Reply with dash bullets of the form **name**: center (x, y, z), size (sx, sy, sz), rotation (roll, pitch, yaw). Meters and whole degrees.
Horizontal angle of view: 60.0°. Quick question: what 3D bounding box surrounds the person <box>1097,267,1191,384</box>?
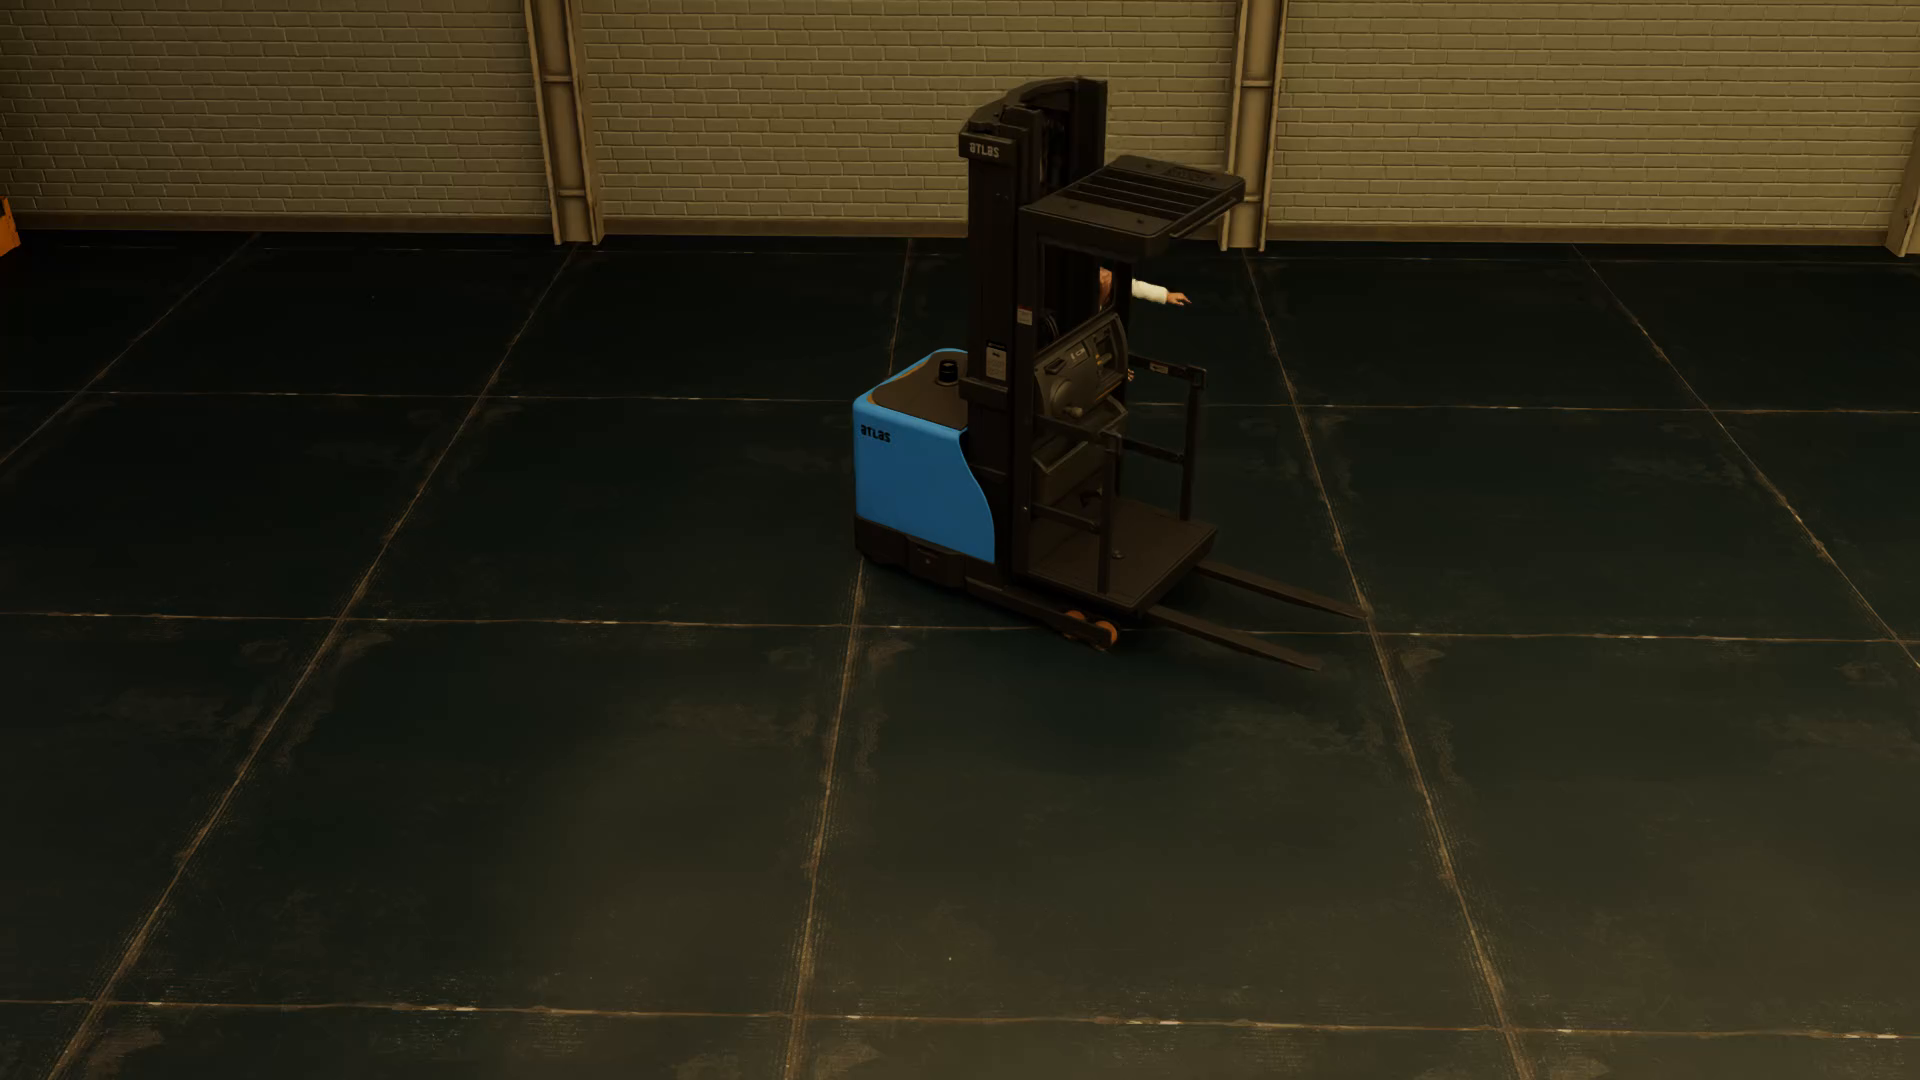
- **person**: center (0.835, -1.050, 10.814), size (0.806, 1.485, 1.617), rotation (18, 35, 27)

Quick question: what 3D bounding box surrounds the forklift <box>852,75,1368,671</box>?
- **forklift**: center (0.855, -0.945, 9.217), size (3.031, 2.935, 1.130), rotation (19, 35, 29)
